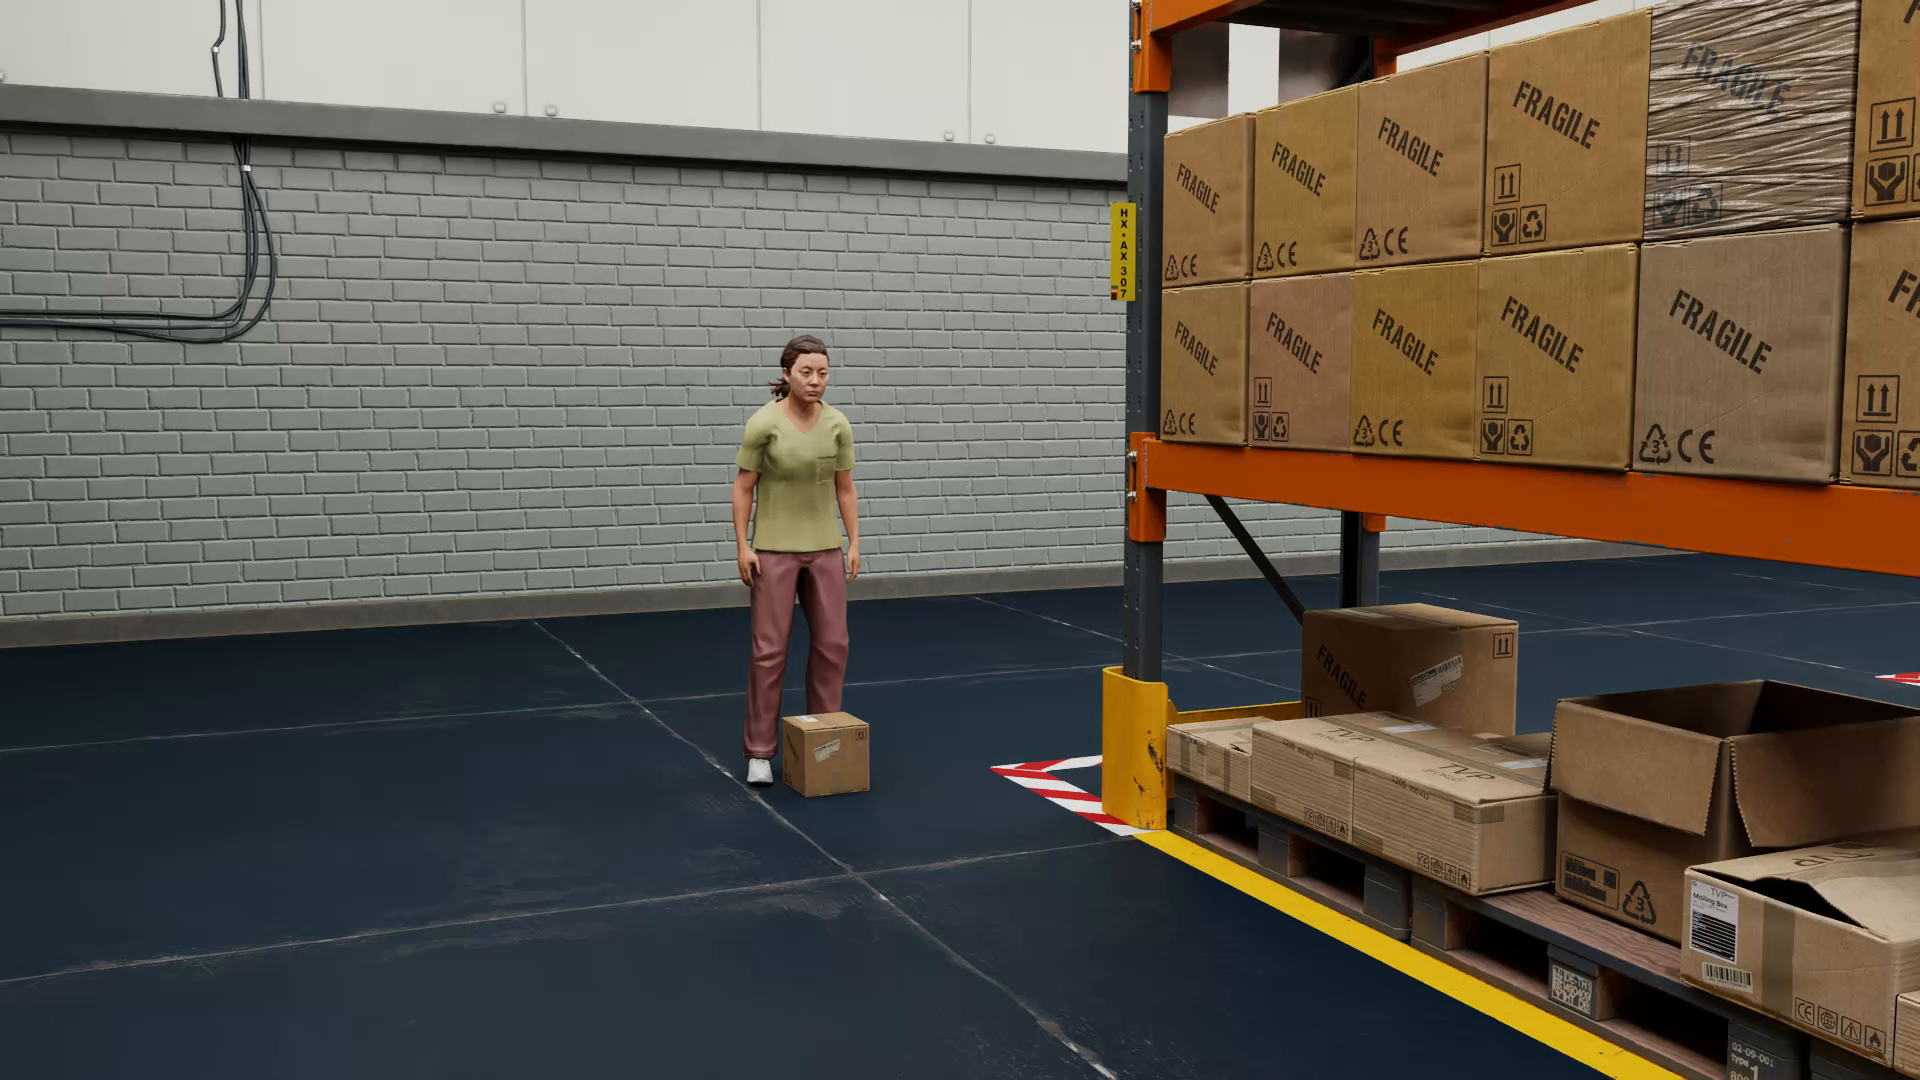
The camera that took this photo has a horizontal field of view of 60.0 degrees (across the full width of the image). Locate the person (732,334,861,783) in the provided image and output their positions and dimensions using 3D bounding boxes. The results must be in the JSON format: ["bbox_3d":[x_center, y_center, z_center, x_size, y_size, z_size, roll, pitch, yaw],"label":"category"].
[{"bbox_3d":[-0.607,0.062,6.312,0.499,1.673,0.356,-2,6,-23],"label":"person"}]
